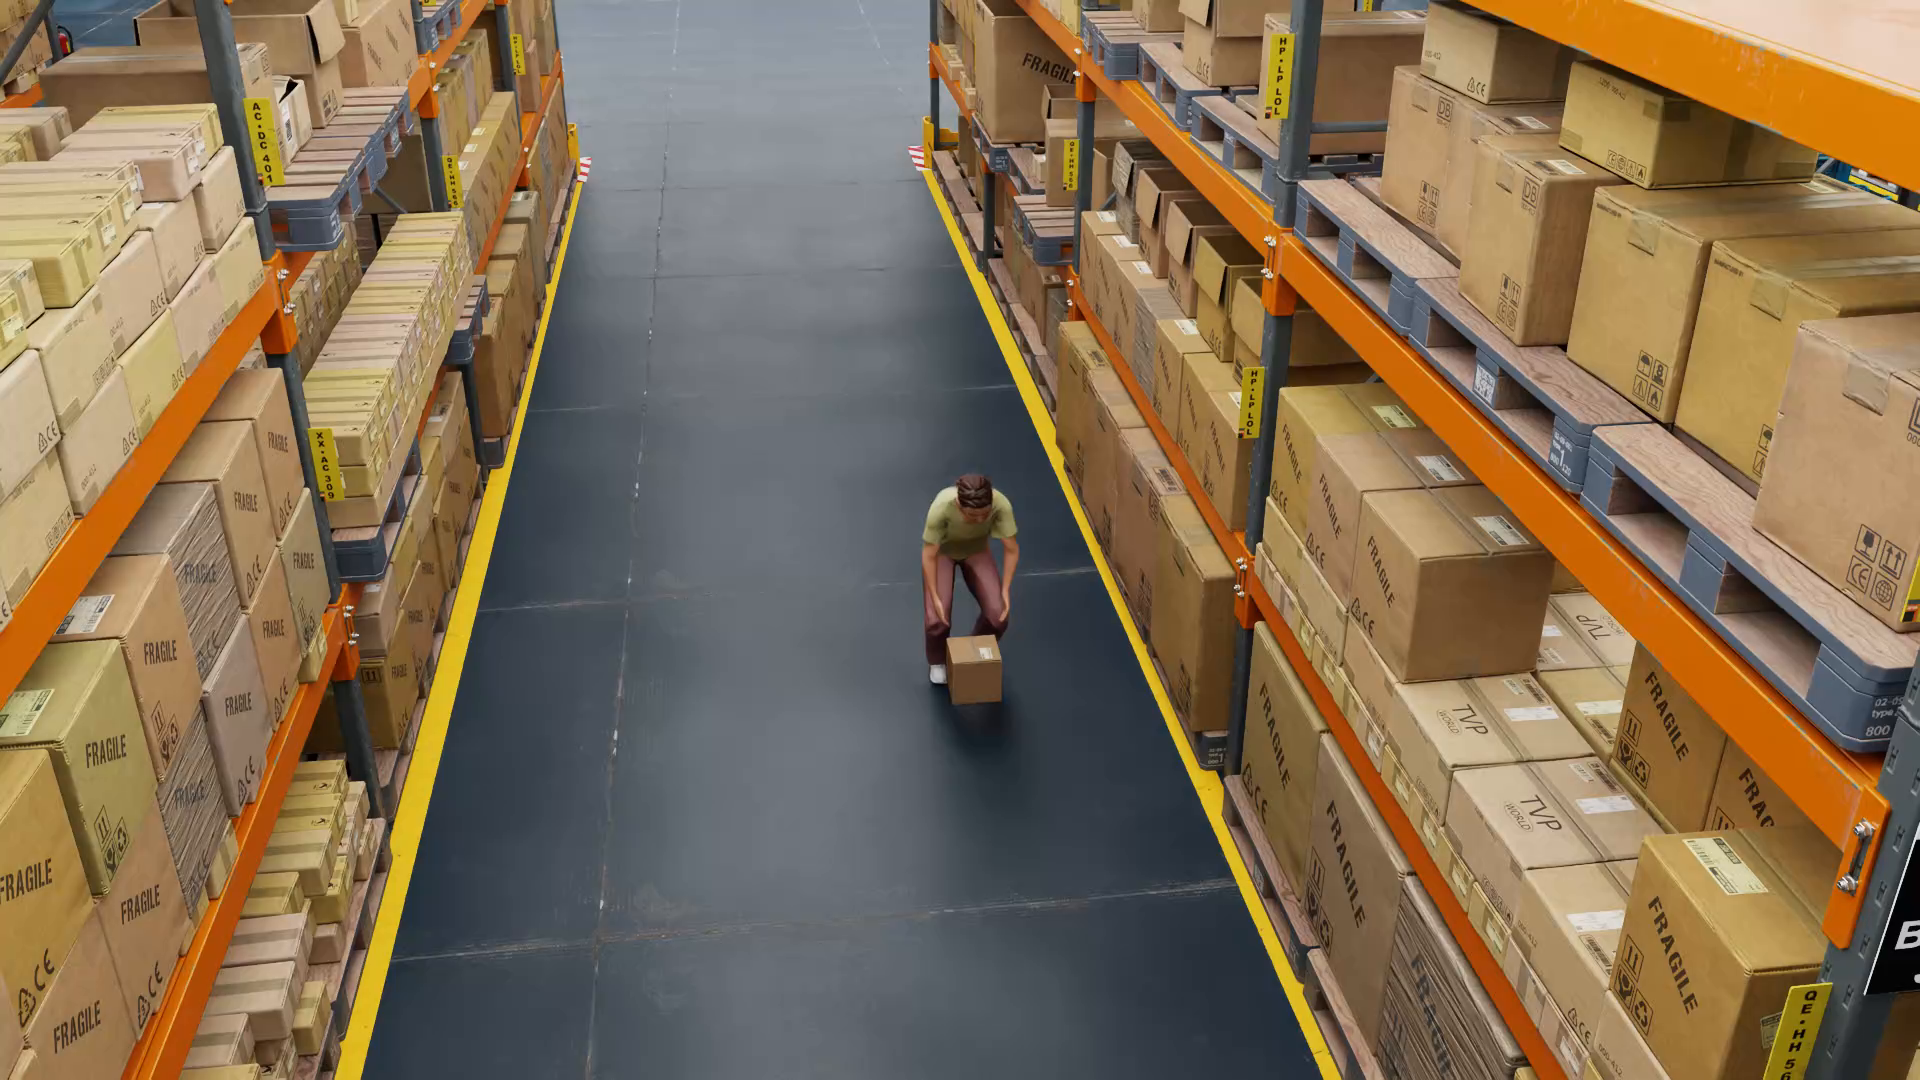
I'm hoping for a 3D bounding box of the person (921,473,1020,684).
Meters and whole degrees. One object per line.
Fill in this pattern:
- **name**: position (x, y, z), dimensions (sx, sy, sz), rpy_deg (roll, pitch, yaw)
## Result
- **person**: position (0.044, 0.160, 8.718), dimensions (0.512, 1.307, 0.680), rpy_deg (-4, 27, -7)
